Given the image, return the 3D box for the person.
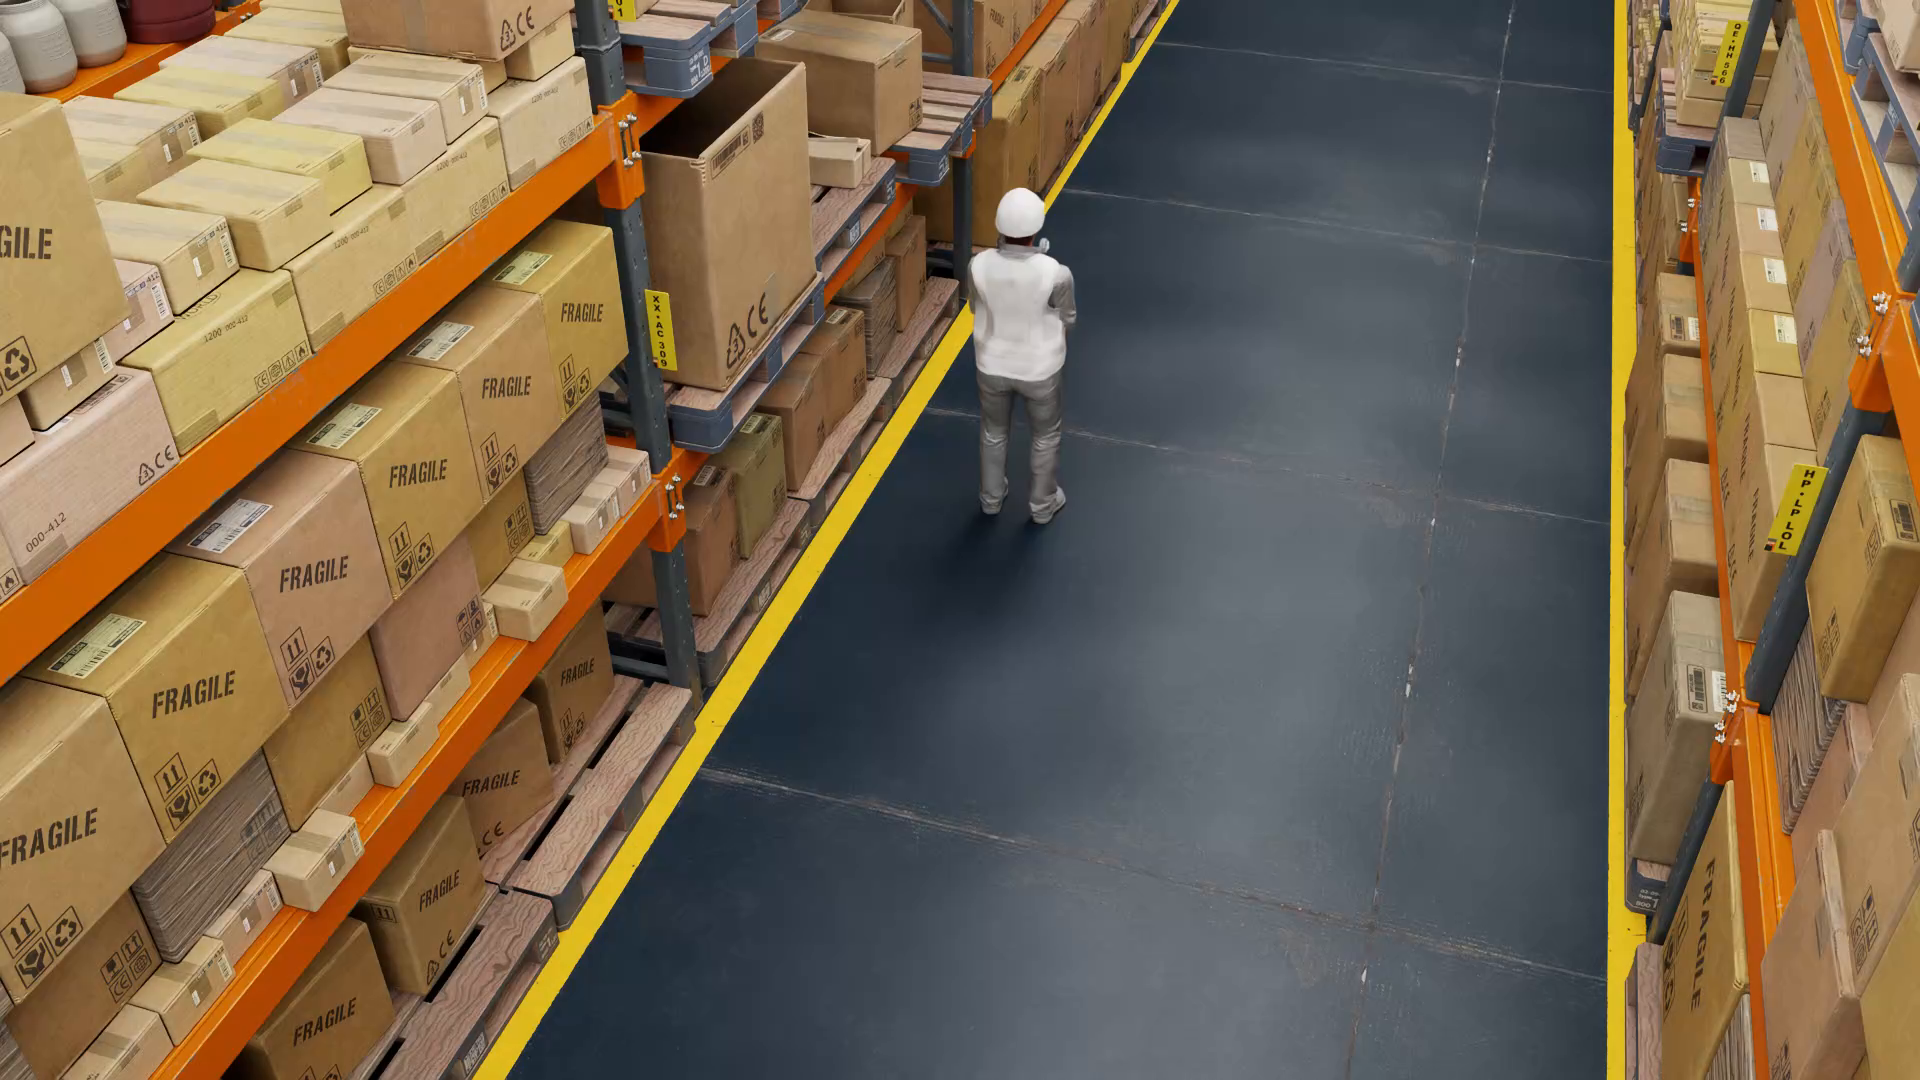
[{"bbox_3d":[0.306,-0.914,8.087,0.527,1.778,0.529,10,38,13],"label":"person"}]
